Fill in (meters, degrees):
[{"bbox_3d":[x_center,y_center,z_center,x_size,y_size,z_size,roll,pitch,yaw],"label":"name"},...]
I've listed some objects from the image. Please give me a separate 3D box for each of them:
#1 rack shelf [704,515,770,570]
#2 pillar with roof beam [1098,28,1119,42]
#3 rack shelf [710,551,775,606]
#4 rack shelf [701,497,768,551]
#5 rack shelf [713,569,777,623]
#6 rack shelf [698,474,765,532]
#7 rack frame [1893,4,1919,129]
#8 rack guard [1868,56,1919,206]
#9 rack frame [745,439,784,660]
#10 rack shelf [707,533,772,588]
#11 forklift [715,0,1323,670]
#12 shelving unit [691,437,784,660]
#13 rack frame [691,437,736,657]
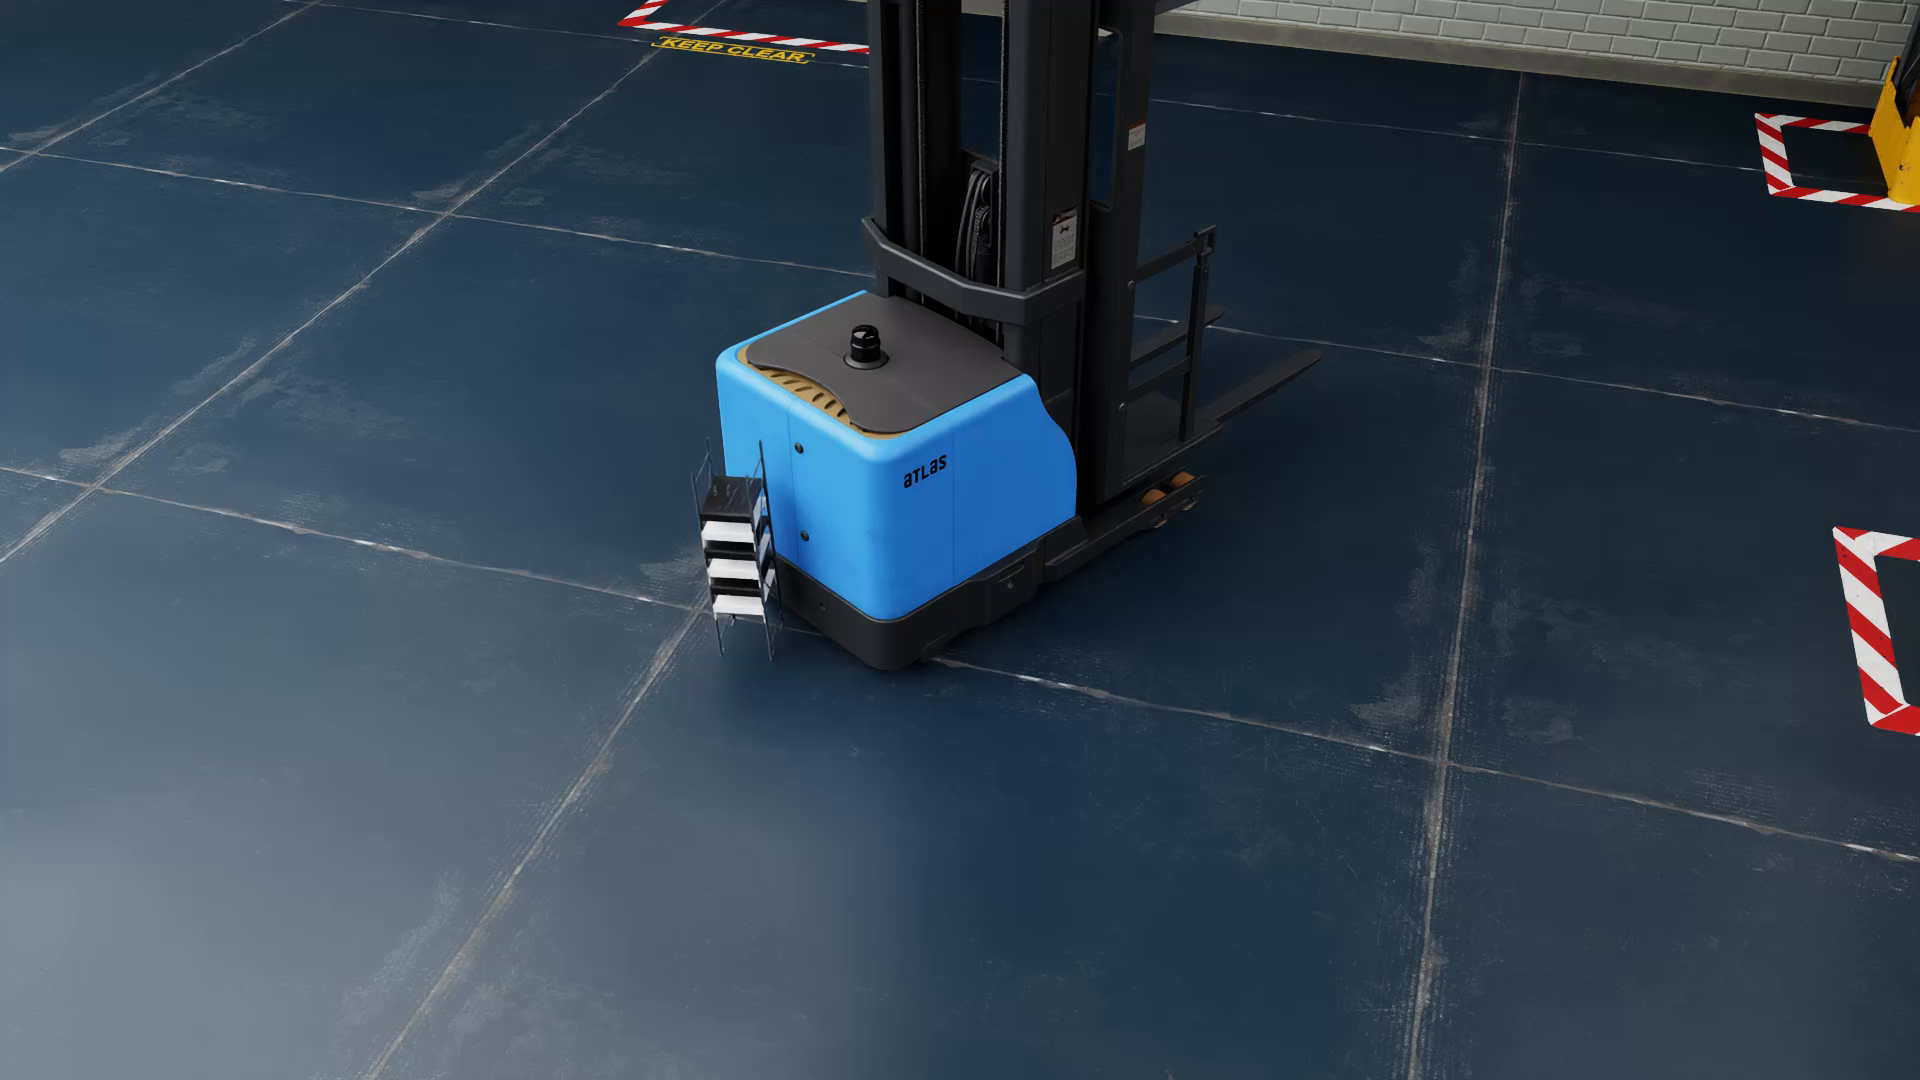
[{"bbox_3d":[-0.850,0.001,6.382,0.200,0.077,0.258,3,39,7],"label":"rack shelf"},{"bbox_3d":[-0.215,-4.963,6.401,0.400,9.000,9.100,10,38,14],"label":"pillar with roof beam"},{"bbox_3d":[-0.845,0.142,6.493,0.200,0.077,0.258,3,39,7],"label":"rack shelf"},{"bbox_3d":[-0.853,-0.070,6.326,0.200,0.077,0.258,3,39,7],"label":"rack shelf"},{"bbox_3d":[-0.842,0.212,6.549,0.200,0.077,0.258,3,39,7],"label":"rack shelf"},{"bbox_3d":[-0.855,-0.140,6.270,0.200,0.077,0.258,3,39,7],"label":"rack shelf"},{"bbox_3d":[5.870,-3.556,9.551,0.127,3.000,1.000,10,38,14],"label":"rack frame"},{"bbox_3d":[5.943,-2.536,10.274,0.348,0.500,1.175,10,38,14],"label":"rack guard"},{"bbox_3d":[-0.747,0.051,6.405,0.006,0.900,0.240,3,39,7],"label":"rack frame"},{"bbox_3d":[-0.847,0.071,6.438,0.200,0.077,0.258,3,39,7],"label":"rack shelf"},{"bbox_3d":[0.450,-1.435,6.727,3.031,2.935,1.130,-30,46,-34],"label":"forklift"},{"bbox_3d":[-0.848,0.045,6.417,0.210,0.900,0.258,3,39,7],"label":"shelving unit"},{"bbox_3d":[-0.949,0.039,6.429,0.006,0.900,0.240,3,39,7],"label":"rack frame"}]
